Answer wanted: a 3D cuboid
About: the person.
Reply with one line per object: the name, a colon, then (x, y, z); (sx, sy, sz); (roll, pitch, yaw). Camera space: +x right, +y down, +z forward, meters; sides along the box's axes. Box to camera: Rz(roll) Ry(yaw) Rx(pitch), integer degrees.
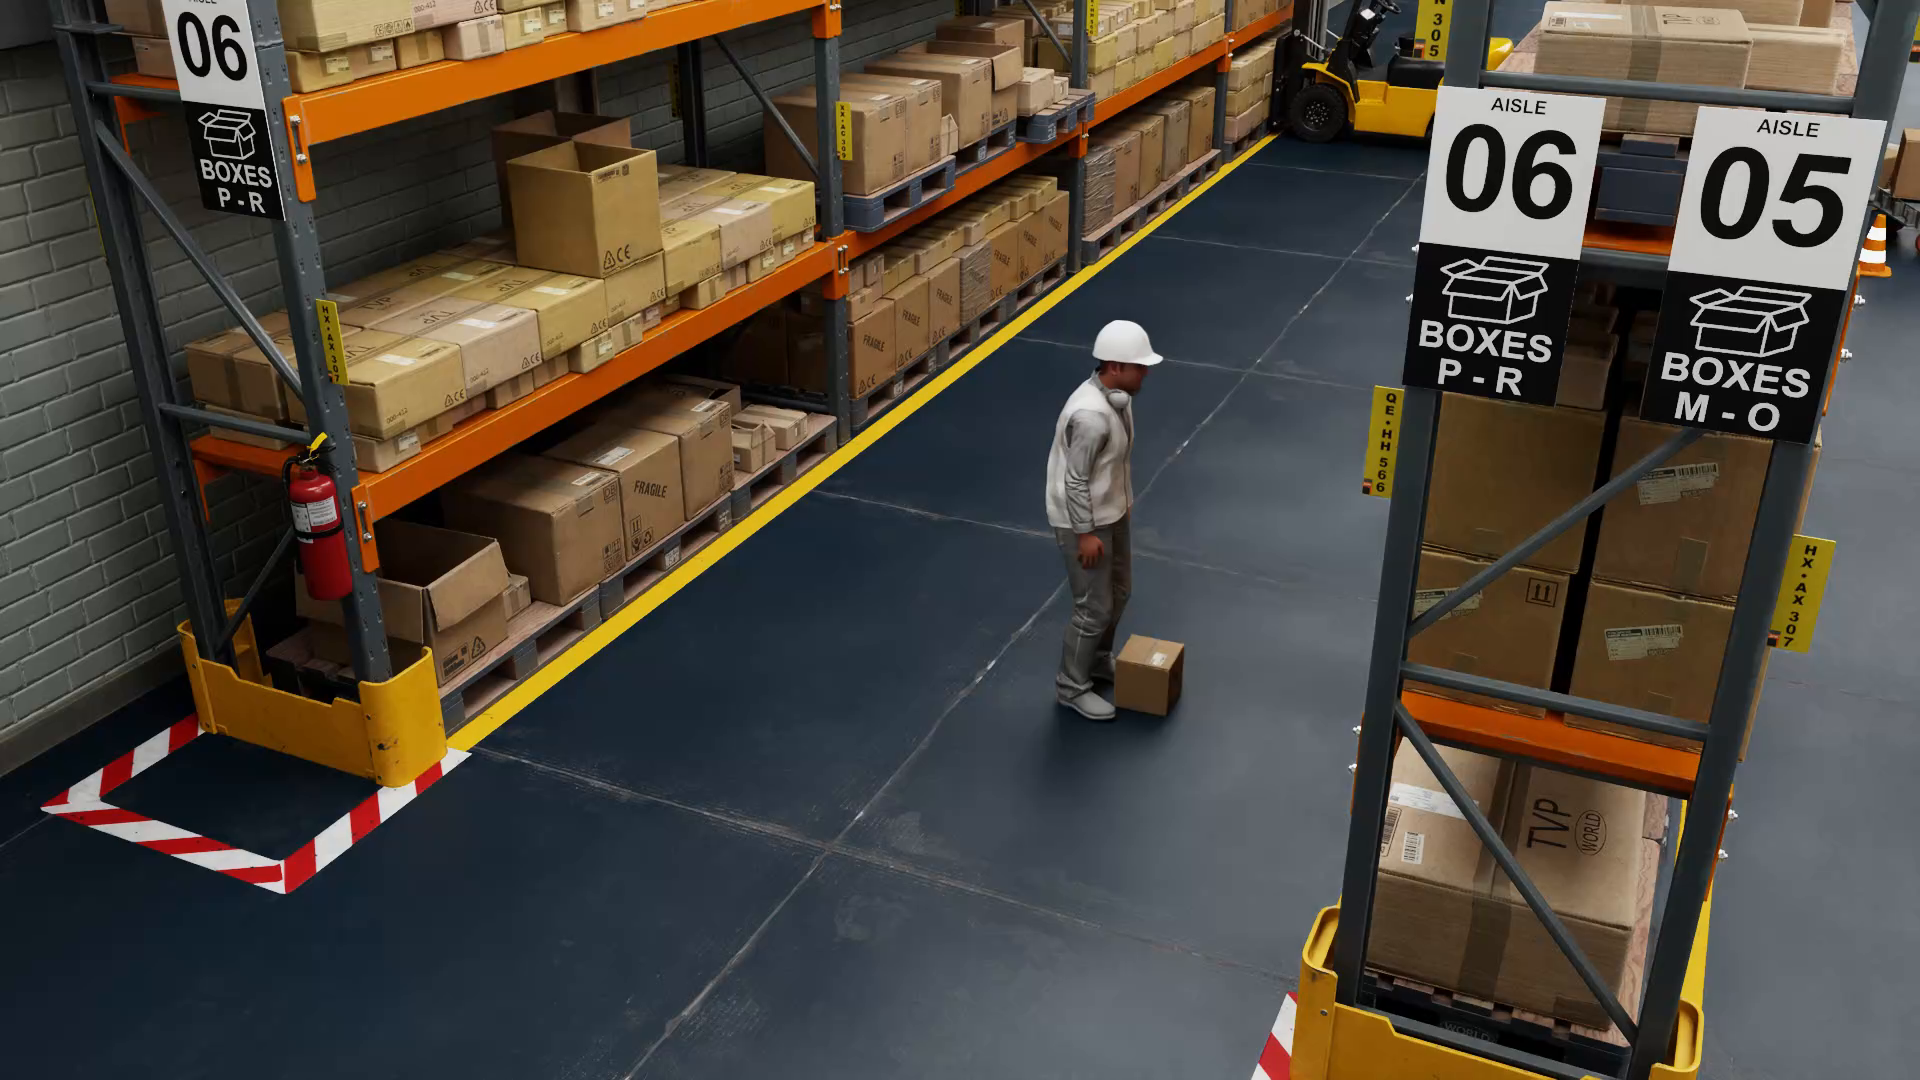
person: (0.616, -0.113, 7.317); (0.466, 1.769, 0.579); (10, 28, 20)
